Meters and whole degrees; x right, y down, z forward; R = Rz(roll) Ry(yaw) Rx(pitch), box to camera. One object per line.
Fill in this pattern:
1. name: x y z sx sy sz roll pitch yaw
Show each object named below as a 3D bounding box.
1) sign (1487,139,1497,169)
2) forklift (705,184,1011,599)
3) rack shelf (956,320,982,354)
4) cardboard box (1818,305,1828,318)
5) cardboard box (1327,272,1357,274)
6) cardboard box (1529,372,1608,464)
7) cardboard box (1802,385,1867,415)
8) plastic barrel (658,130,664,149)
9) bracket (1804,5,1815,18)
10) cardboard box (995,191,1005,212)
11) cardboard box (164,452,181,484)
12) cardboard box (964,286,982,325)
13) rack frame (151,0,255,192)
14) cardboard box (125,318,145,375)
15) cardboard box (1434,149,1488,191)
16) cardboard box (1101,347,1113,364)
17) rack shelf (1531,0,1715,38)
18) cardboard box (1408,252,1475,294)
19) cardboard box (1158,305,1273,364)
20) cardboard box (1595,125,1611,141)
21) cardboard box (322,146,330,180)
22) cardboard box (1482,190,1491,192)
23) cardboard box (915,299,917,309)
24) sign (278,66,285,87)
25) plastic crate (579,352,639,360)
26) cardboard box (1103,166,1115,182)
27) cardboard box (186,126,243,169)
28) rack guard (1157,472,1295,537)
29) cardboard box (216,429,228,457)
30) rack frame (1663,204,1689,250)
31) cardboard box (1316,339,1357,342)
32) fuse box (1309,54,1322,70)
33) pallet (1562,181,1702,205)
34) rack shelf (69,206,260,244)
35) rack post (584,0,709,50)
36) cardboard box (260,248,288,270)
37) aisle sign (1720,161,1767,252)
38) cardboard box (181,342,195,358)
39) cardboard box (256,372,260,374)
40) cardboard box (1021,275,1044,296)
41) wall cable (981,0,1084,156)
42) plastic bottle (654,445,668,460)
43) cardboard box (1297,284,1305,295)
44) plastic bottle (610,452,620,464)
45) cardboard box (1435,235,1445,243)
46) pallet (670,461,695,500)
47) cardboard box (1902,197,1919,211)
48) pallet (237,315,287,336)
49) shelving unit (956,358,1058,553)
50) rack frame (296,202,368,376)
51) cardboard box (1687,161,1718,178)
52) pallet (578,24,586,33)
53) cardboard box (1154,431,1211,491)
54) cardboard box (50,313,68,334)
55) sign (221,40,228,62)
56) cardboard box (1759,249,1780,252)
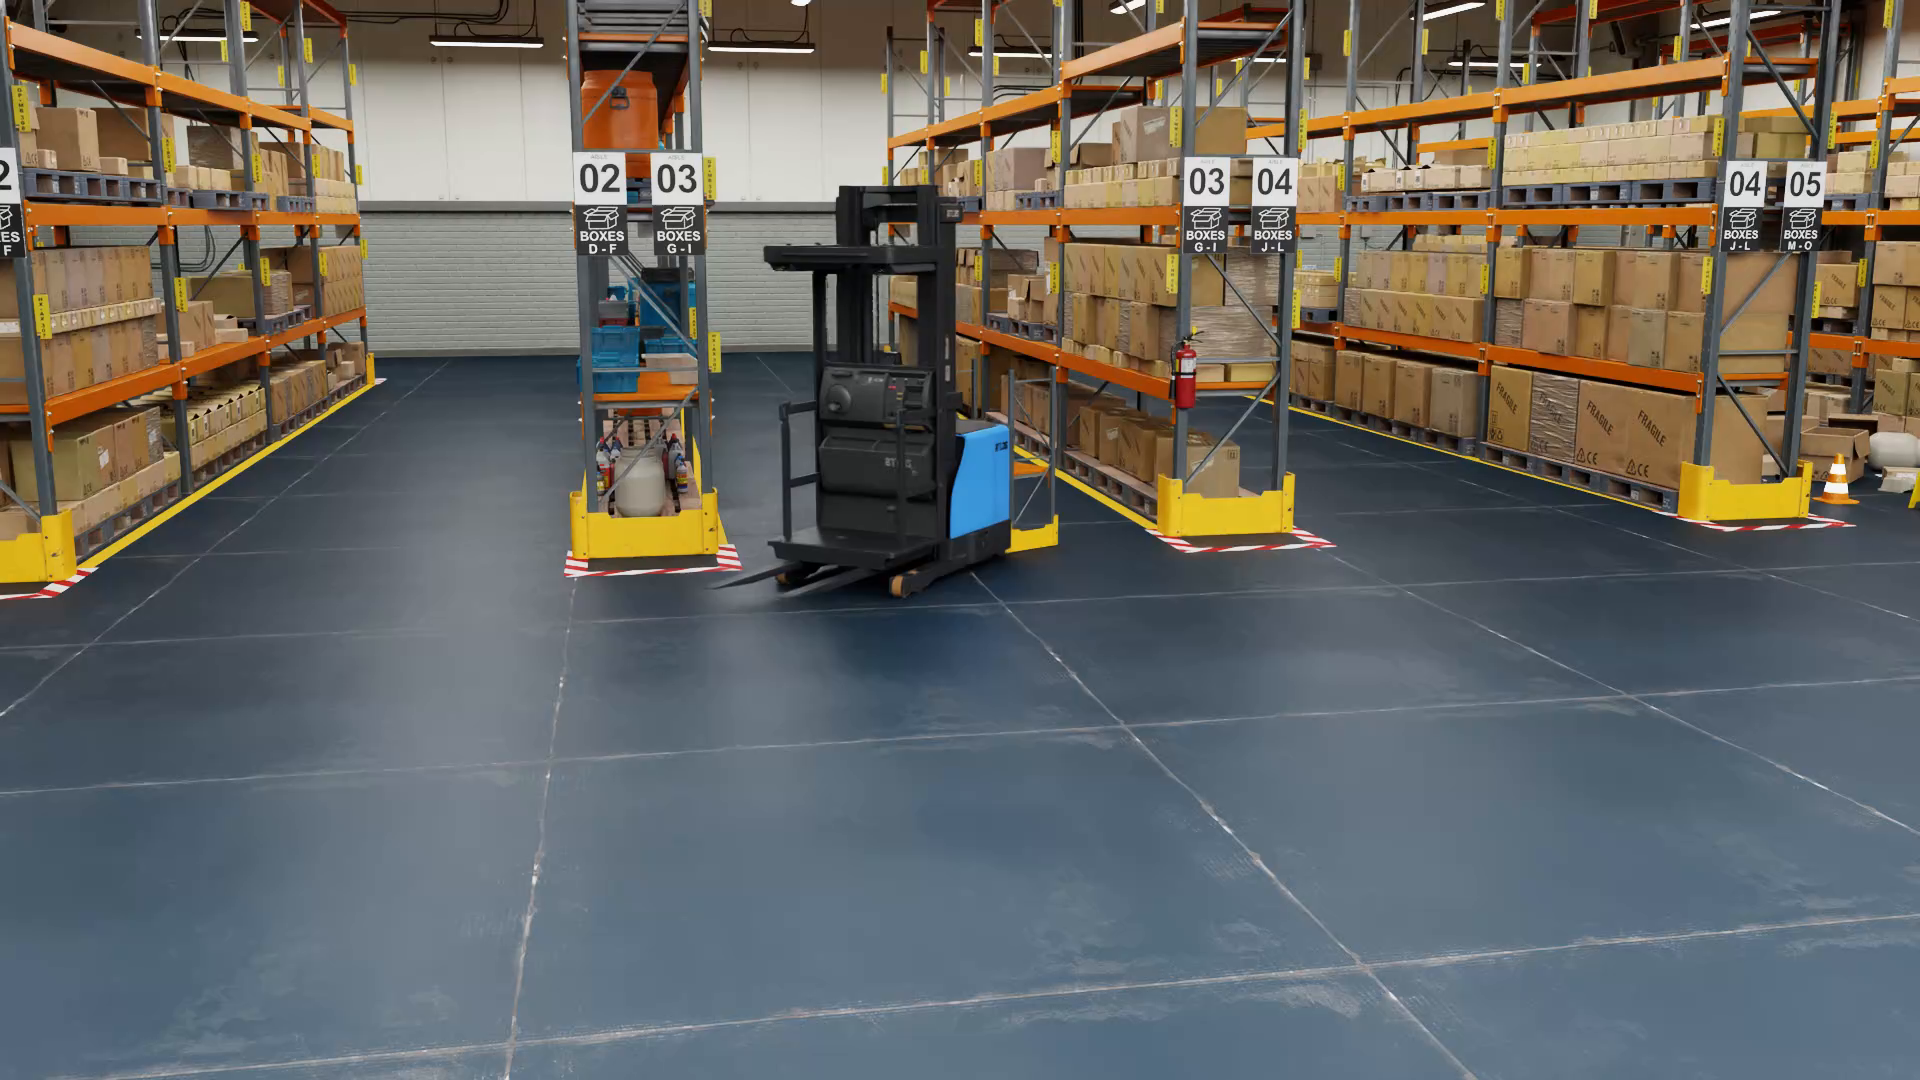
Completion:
1. sign: 5.918 -4.295 18.492 0.100 0.325 0.005 -2 11 -11
2. forklift: -0.728 -1.114 12.211 1.130 2.935 3.031 6 12 28
3. rack shelf: 0.396 -3.019 23.962 1.077 0.370 4.000 -2 11 -11
4. cardboard box: 10.879 -2.849 20.691 0.380 0.149 0.250 -2 11 -13
5. cardboard box: 5.567 -3.827 24.240 0.380 0.149 0.250 -2 11 -8
6. cardboard box: 6.681 -1.314 17.635 0.875 0.875 0.875 -2 11 -11
7. cardboard box: 11.036 -1.776 21.410 0.950 0.372 0.625 -1 11 -7
8. plastic barrel: -4.369 -5.178 22.893 0.600 0.901 0.708 -2 11 -11
9. bracket: 14.916 -9.220 28.945 0.235 0.232 0.430 -2 11 -11
10. cardboard box: 0.726 -4.216 20.705 0.500 0.250 0.500 -2 11 -10
11. cardboard box: -7.850 -0.691 16.037 0.500 0.250 0.500 -2 11 -11
12. cardboard box: 0.355 -3.228 22.868 0.500 0.500 0.500 -2 11 -12
13. rack frame: -8.933 -5.594 19.517 1.000 3.000 0.127 -2 11 -11
14. cardboard box: -7.953 -1.784 15.281 0.700 0.500 0.500 -2 11 -12
15. cardboard box: 6.283 -4.637 20.858 0.500 0.500 0.500 -2 11 -11
16. cardboard box: 1.615 -1.824 16.429 0.380 0.149 0.250 -2 11 -11
17. rack shelf: 10.117 -7.960 24.984 1.077 0.370 4.000 -2 11 -11
18. cardboard box: 6.049 -3.345 20.807 0.700 0.500 0.500 -2 11 -12
19. cardboard box: 2.261 -1.836 14.757 0.875 0.500 0.500 -2 11 -11
20. cardboard box: 6.531 -4.027 16.458 0.380 0.149 0.250 -2 11 -11
21. cardboard box: -9.904 -5.670 25.000 0.700 0.500 0.500 -2 11 -11
22. cardboard box: 9.434 -6.126 28.670 0.797 0.503 0.637 -1 11 -7
23. cardboard box: -0.523 -3.802 26.820 0.380 0.149 0.250 -2 11 -10
24. sign: -11.021 -7.539 27.028 0.100 0.325 0.005 -2 11 -11
25. plastic crate: -3.029 -1.486 14.378 0.499 0.251 0.408 -2 11 -11
26. cardboard box: 1.615 -3.559 16.188 0.380 0.149 0.250 -2 11 -12
27. cardboard box: -9.011 -4.741 20.117 0.500 0.500 0.500 -2 11 -11
28. rack guard: 2.326 -0.325 14.565 1.175 0.500 0.348 -2 11 -11
29. cardboard box: -8.192 -1.040 17.869 0.500 0.250 0.500 -2 11 -13
30. rack frame: 10.506 -3.366 23.861 1.000 3.000 0.127 -2 11 -11
31. cardboard box: 5.591 -2.834 24.621 0.500 0.250 0.500 -2 11 -11
32. fuse box: 7.587 -10.372 36.064 0.513 0.334 0.176 -2 11 -11
33. pallet: 6.831 -3.490 16.728 1.003 0.211 1.213 -2 11 -11
34. rack shelf: -8.544 -3.400 17.938 1.077 0.370 4.000 -2 11 -11
35. rack post: -2.539 -4.203 13.551 0.937 0.300 0.954 -1 11 -5
36. cardboard box: -10.063 -4.004 24.268 0.500 0.500 0.500 -2 11 -11
37. aisle sign: 6.946 -2.954 14.740 0.394 0.787 0.004 -2 11 -11
38. cardboard box: -8.127 -1.959 17.140 0.380 0.149 0.250 -2 11 -11
39. cardboard box: -9.553 -1.989 22.130 0.500 0.500 0.500 -3 11 -13
40. cardboard box: 1.136 -3.065 20.887 0.700 0.500 0.500 0 11 -3
41. wall cable: 1.510 -10.163 34.922 2.277 5.999 0.120 -2 11 -11
42. plastic bottle: -2.990 -0.818 16.577 0.152 0.276 0.135 -2 11 -11
43. cardboard box: 5.020 -3.568 23.673 0.380 0.149 0.250 -2 11 -10
44. plastic bottle: -3.285 -0.705 15.984 0.152 0.276 0.135 -2 11 -11
45. cardboard box: 8.875 -5.472 30.250 0.380 0.149 0.250 -2 11 -13
46. pallet: -3.205 -0.598 16.772 1.003 0.211 1.213 -2 11 -11
47. cardboard box: 11.098 -3.867 19.139 0.380 0.149 0.250 -2 11 -11
48. pallet: -9.133 -2.674 20.736 1.213 0.211 1.003 -2 11 -11
49. shelving unit: 0.264 -0.742 14.085 0.587 1.500 1.083 -9 14 -38
50. rack frame: -10.489 -4.114 27.787 1.000 3.000 0.127 -2 11 -11
51. cardboard box: 6.829 -3.355 15.059 0.380 0.149 0.250 -2 11 -11
52. pallet: -2.867 -4.376 14.694 1.003 0.211 1.213 -2 11 -11
53. cardboard box: 2.086 -0.741 15.627 0.500 0.500 0.500 1 11 4
54. cardboard box: -7.343 -1.721 13.213 0.380 0.149 0.250 -2 11 -11
55. sign: -10.246 -6.809 23.191 0.100 0.325 0.005 -2 11 -11
56. cardboard box: 14.567 -5.005 30.069 0.500 0.500 0.500 -2 11 -13
